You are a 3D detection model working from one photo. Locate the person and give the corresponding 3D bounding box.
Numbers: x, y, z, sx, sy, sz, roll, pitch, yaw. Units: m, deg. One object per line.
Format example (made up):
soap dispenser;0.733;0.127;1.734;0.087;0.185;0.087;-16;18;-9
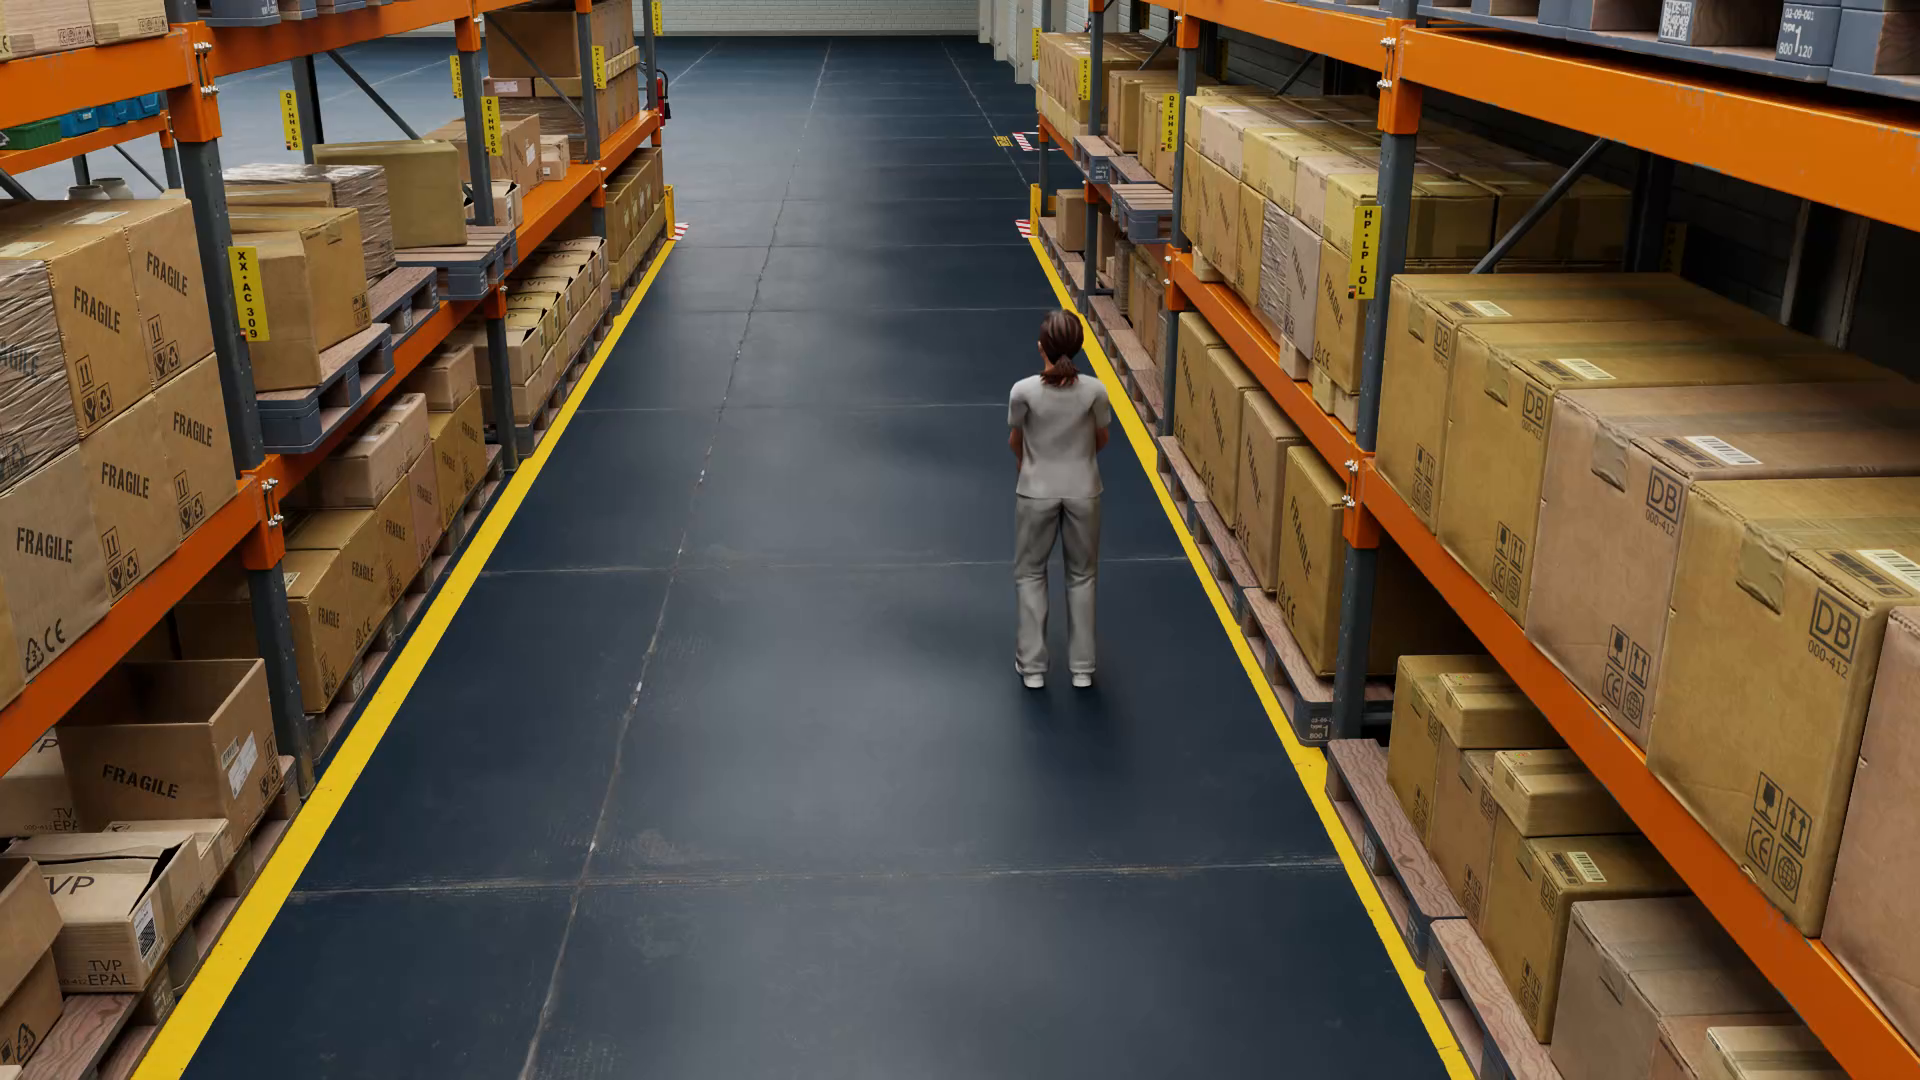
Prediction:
person;0.413;-0.190;7.108;0.436;1.664;0.558;-1;20;-2
